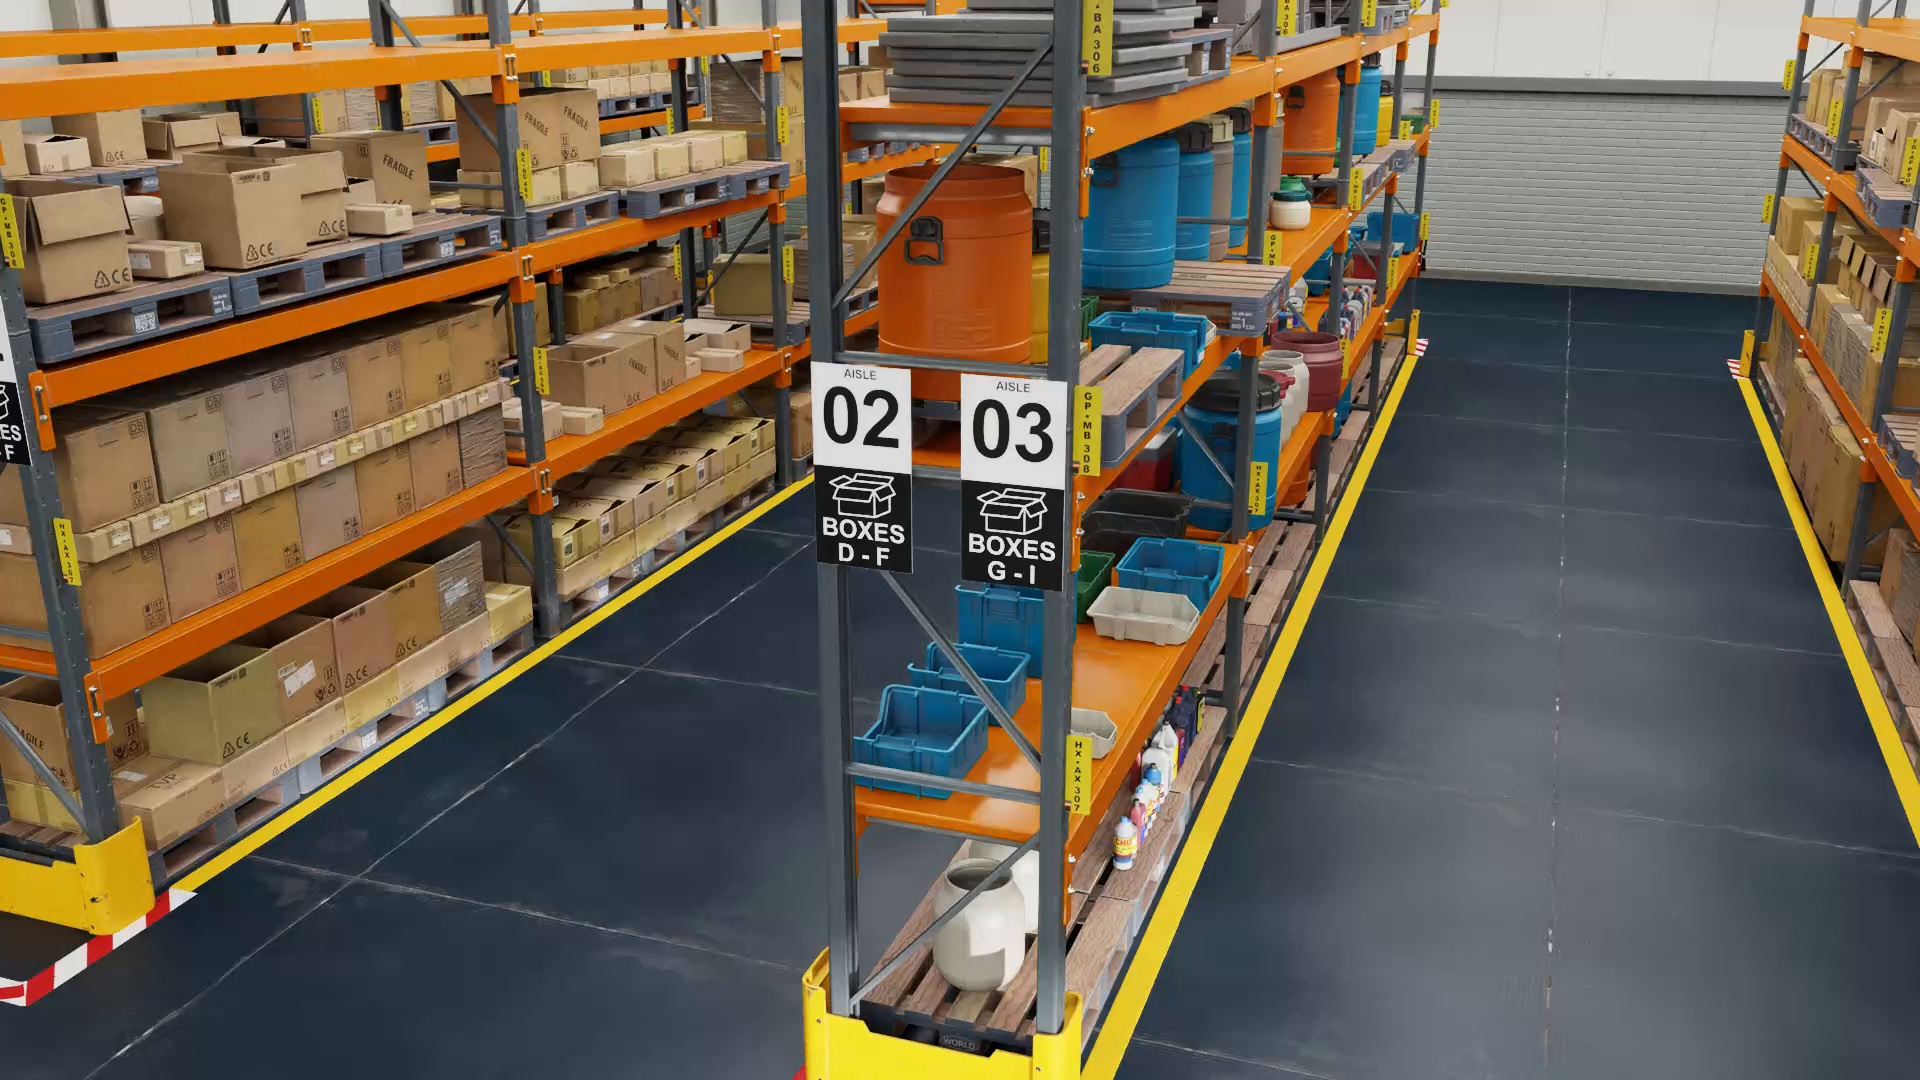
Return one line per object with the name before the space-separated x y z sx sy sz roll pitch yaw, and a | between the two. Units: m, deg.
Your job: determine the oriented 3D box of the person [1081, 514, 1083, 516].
person | 0.703 -0.167 12.021 0.523 1.691 0.453 6 20 18
